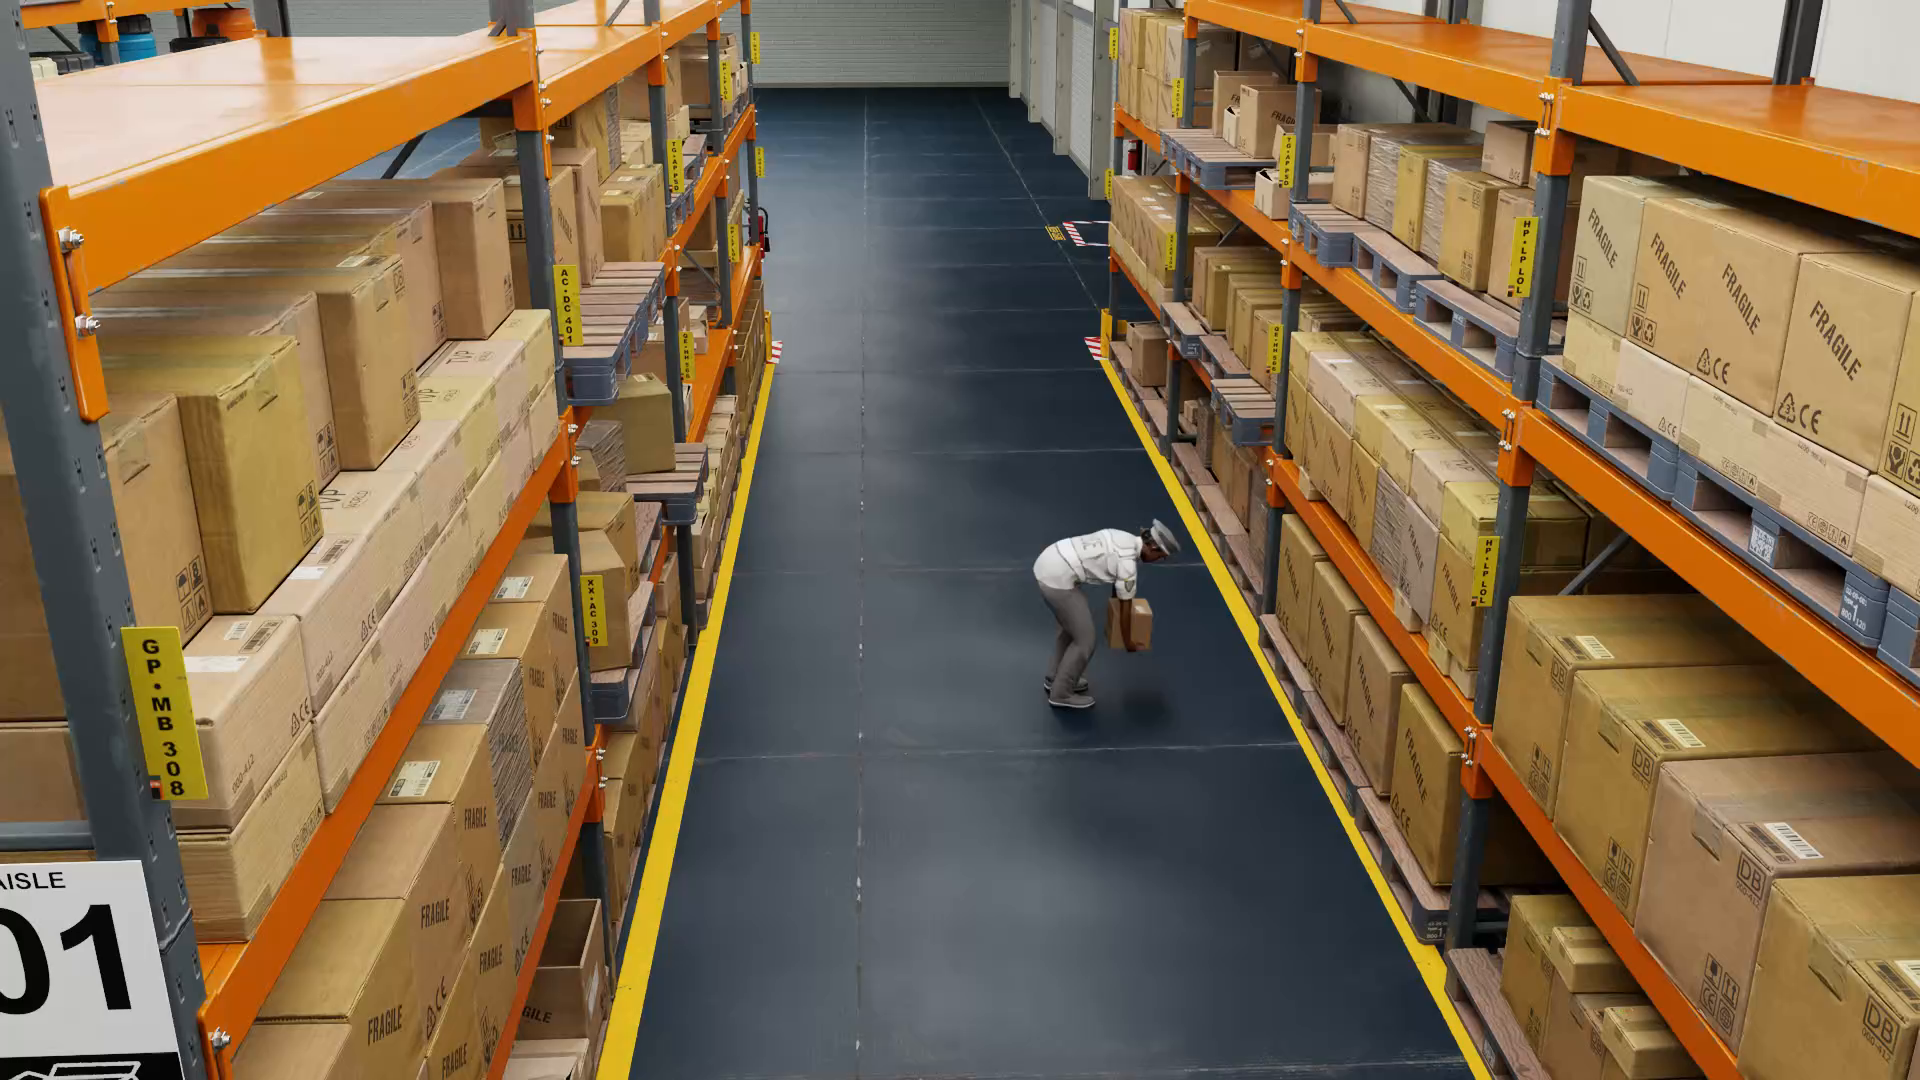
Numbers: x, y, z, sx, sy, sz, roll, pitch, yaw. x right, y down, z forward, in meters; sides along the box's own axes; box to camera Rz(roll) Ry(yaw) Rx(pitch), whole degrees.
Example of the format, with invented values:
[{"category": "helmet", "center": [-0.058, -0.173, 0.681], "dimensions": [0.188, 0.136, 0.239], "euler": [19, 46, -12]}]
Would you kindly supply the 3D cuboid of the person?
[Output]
[{"category": "person", "center": [0.929, 0.454, 10.551], "dimensions": [0.931, 1.188, 0.419], "euler": [-2, 21, -5]}]
